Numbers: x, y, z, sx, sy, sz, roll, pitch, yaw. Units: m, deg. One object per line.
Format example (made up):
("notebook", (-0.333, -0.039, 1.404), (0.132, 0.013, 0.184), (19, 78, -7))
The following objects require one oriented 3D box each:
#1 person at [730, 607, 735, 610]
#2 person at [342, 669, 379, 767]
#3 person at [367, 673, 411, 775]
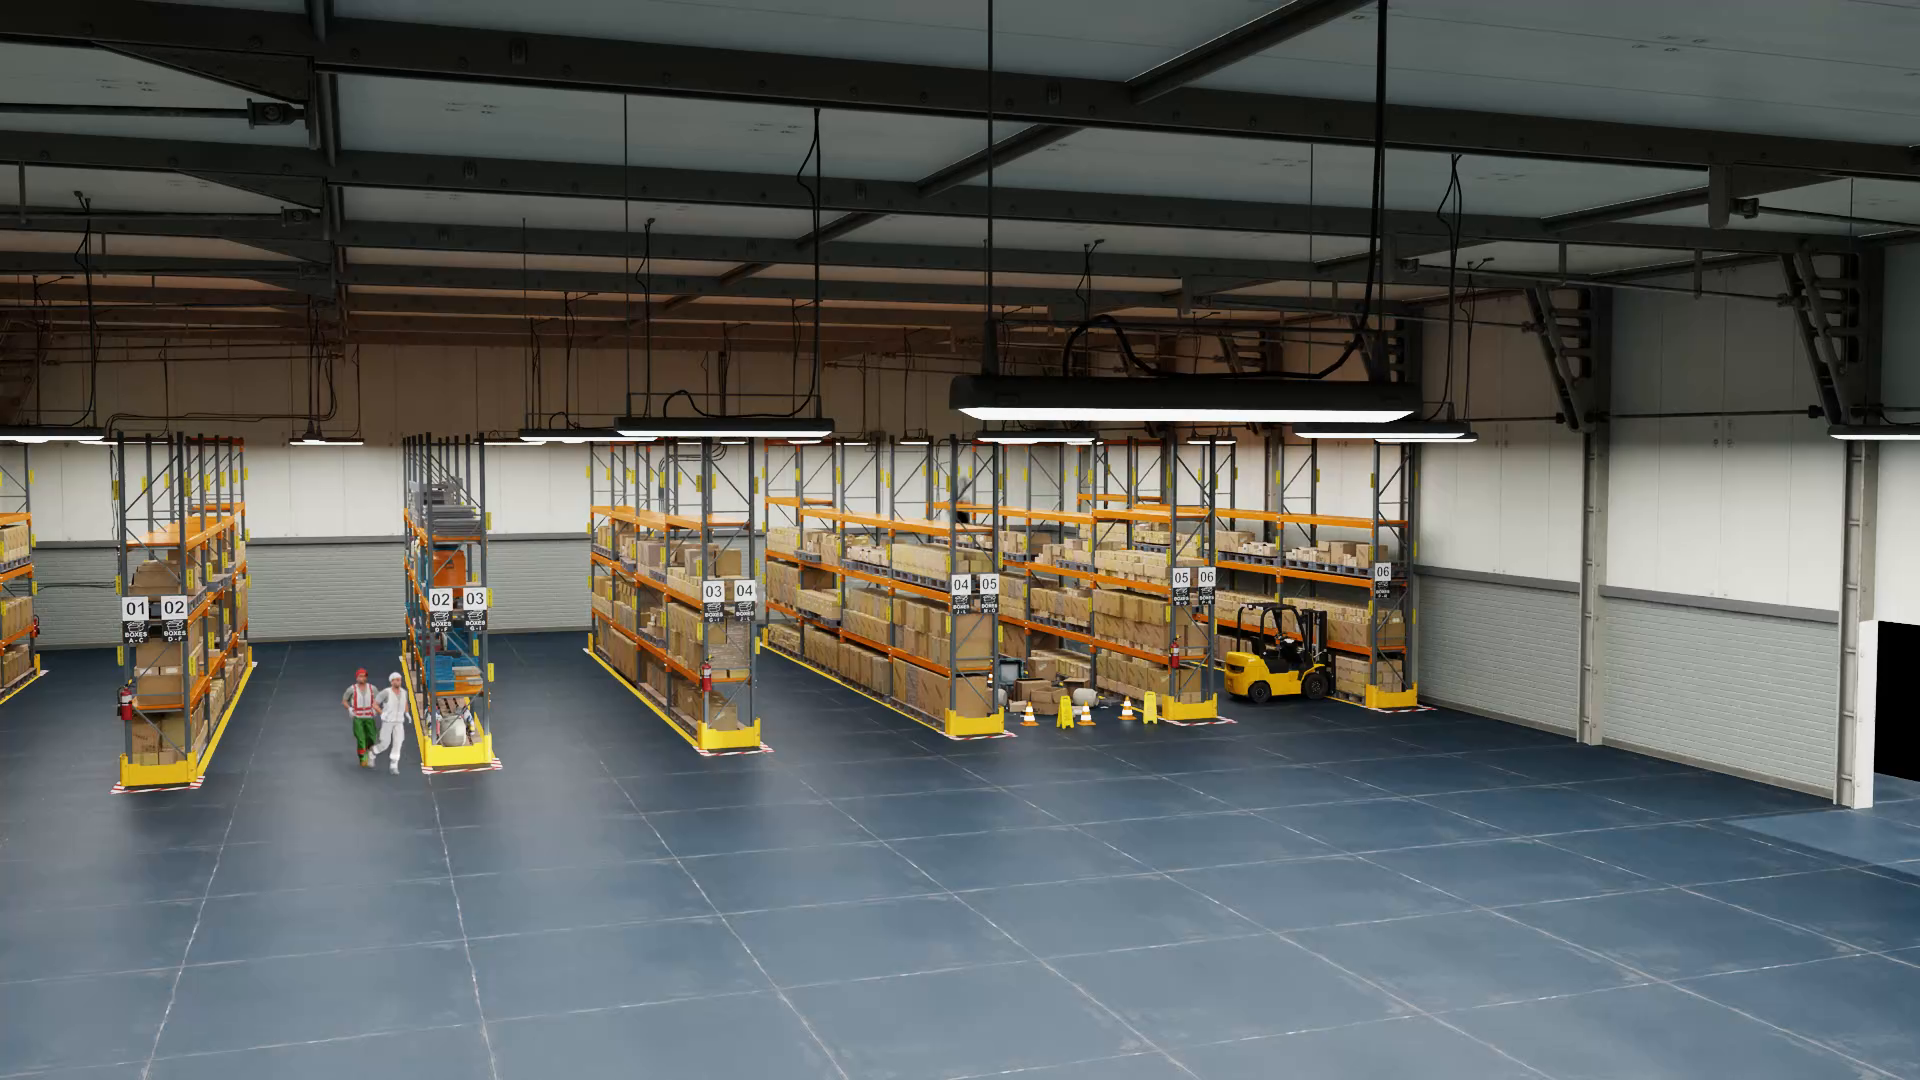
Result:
("person", (-6.780, 2.194, 48.546), (0.774, 1.680, 0.743), (3, 4, 41))
("person", (-10.754, 3.189, 29.922), (0.664, 1.744, 0.594), (-2, 4, -34))
("person", (-9.987, 3.215, 29.342), (0.928, 1.741, 0.718), (3, 4, 42))
